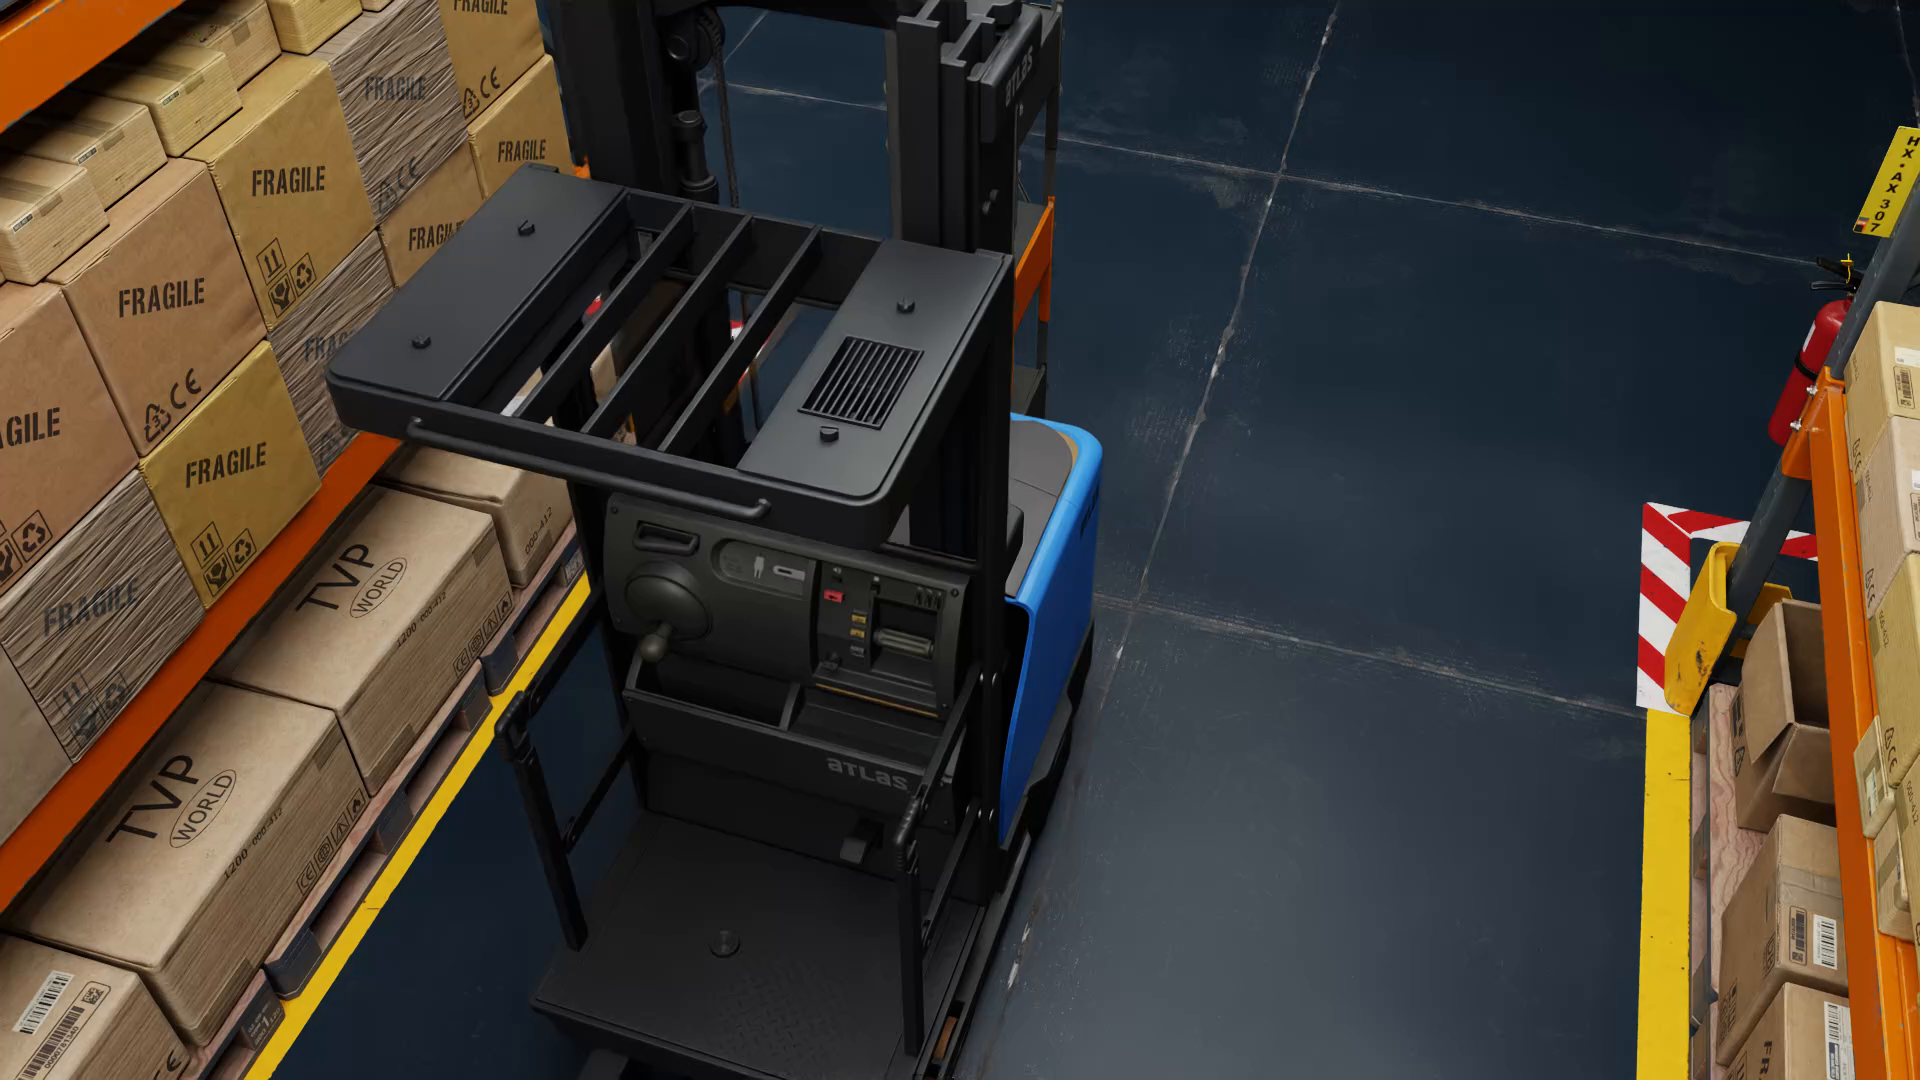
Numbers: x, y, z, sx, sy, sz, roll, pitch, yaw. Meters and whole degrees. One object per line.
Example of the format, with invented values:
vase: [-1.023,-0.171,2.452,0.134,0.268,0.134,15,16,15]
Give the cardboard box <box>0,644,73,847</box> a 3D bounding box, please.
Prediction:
cardboard box: [-2.366,0.456,3.568,0.500,0.500,0.500,13,46,13]

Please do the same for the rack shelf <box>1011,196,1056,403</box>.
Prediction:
rack shelf: [0.050,-0.851,5.638,0.431,0.518,0.480,13,46,12]

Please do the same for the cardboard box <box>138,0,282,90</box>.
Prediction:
cardboard box: [-1.935,-1.243,4.126,0.380,0.149,0.250,12,46,12]

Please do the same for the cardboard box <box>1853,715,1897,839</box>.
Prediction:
cardboard box: [2.230,0.565,3.707,0.380,0.149,0.250,11,46,11]

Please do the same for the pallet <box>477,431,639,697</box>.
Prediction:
pallet: [-1.871,-0.036,6.136,1.003,0.211,1.213,13,46,13]

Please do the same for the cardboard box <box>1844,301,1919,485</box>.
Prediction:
cardboard box: [2.635,-0.341,4.348,0.500,0.250,0.500,13,46,13]

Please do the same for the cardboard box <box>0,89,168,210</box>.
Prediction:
cardboard box: [-2.052,-0.893,3.768,0.380,0.149,0.250,14,46,14]

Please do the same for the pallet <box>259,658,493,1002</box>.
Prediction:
pallet: [-2.242,0.774,5.308,1.003,0.211,1.213,13,46,12]

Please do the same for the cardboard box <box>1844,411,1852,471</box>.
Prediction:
cardboard box: [2.668,-0.283,4.574,0.380,0.149,0.250,12,46,12]

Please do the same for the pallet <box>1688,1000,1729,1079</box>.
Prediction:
pallet: [2.394,1.856,4.203,1.003,0.211,1.213,13,46,13]

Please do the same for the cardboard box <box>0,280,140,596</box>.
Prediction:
cardboard box: [-2.215,-0.250,3.574,0.500,0.500,0.500,13,46,13]

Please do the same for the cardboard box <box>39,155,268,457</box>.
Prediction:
cardboard box: [-2.059,-0.586,3.917,0.500,0.500,0.500,12,46,12]

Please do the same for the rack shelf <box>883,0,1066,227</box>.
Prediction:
rack shelf: [0.050,-1.351,5.148,0.431,0.518,0.480,13,46,12]

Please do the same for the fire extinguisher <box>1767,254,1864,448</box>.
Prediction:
fire extinguisher: [2.633,-0.569,5.008,0.296,0.674,0.183,13,46,13]

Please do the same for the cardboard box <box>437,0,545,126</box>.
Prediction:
cardboard box: [-1.622,-1.604,4.958,0.500,0.500,0.500,14,46,14]

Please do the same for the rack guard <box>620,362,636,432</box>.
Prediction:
rack guard: [-1.696,-0.705,6.613,1.175,0.500,0.348,13,46,13]

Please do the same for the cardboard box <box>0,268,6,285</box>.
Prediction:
cardboard box: [-2.232,-0.559,3.426,0.380,0.149,0.250,12,46,12]

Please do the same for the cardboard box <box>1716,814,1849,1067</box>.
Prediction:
cardboard box: [2.457,1.159,4.408,0.700,0.500,0.500,14,46,14]

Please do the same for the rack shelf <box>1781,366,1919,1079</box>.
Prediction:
rack shelf: [2.423,1.056,3.540,1.077,0.370,4.000,13,46,13]

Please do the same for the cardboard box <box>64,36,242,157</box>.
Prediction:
cardboard box: [-1.955,-1.064,3.942,0.380,0.149,0.250,14,46,13]

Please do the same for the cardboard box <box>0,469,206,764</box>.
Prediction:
cardboard box: [-2.210,0.126,3.905,0.500,0.500,0.500,13,46,13]

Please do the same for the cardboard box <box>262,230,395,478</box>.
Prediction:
cardboard box: [-1.910,-0.564,4.611,0.500,0.500,0.500,14,46,14]

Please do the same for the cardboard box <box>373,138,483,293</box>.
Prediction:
cardboard box: [-1.763,-0.909,4.963,0.500,0.500,0.500,12,46,12]

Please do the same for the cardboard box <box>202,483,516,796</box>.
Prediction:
cardboard box: [-2.077,0.256,5.375,0.875,0.438,0.875,14,46,14]

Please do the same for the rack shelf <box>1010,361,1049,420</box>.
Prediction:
rack shelf: [0.050,-0.351,6.127,0.431,0.518,0.480,13,46,12]

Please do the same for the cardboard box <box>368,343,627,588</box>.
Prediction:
cardboard box: [-1.808,-0.356,6.001,0.875,0.438,0.875,11,45,11]

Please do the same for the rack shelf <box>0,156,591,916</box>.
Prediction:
rack shelf: [-2.309,0.008,4.612,1.077,0.370,4.000,13,46,13]

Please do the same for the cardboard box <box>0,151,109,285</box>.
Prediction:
cardboard box: [-2.092,-0.708,3.579,0.380,0.149,0.250,13,46,13]

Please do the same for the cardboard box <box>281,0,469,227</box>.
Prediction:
cardboard box: [-1.752,-1.249,4.596,0.500,0.500,0.500,13,46,13]

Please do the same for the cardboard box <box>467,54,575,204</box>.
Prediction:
cardboard box: [-1.597,-1.241,5.302,0.500,0.500,0.500,13,46,13]

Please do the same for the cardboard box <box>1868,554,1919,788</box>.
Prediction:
cardboard box: [2.332,0.334,3.659,0.500,0.250,0.500,12,46,12]

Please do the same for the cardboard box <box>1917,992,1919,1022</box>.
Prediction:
cardboard box: [2.040,1.022,2.956,0.500,0.250,0.500,12,46,12]

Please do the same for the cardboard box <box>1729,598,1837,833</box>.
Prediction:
cardboard box: [2.753,0.596,4.981,0.797,0.503,0.637,11,45,11]

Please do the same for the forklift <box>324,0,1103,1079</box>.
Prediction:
forklift: [-0.503,0.257,3.892,1.130,2.935,3.031,13,46,13]

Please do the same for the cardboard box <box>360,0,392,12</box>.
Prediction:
cardboard box: [-1.673,-1.562,4.451,0.380,0.149,0.250,12,46,12]

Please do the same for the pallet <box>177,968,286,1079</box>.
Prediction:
pallet: [-2.610,1.590,4.474,1.003,0.211,1.213,13,46,13]

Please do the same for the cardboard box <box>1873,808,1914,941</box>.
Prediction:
cardboard box: [2.170,0.745,3.524,0.380,0.149,0.250,14,46,13]

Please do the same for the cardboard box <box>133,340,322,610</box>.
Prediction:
cardboard box: [-2.054,-0.218,4.256,0.500,0.500,0.500,14,46,14]

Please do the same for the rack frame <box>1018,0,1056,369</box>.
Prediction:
rack frame: [0.124,-1.023,5.795,0.400,2.100,0.015,13,46,12]

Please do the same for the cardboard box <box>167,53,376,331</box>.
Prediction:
cardboard box: [-1.905,-0.920,4.259,0.500,0.500,0.500,12,46,12]

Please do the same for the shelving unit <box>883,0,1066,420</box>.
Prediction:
shelving unit: [0.050,-0.861,5.628,0.431,2.100,0.503,13,46,12]

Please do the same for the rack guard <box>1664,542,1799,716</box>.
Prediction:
rack guard: [3.006,0.410,5.473,1.175,0.500,0.348,13,46,13]

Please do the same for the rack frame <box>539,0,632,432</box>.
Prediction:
rack frame: [-1.703,-1.583,5.723,1.000,3.000,0.127,13,46,13]

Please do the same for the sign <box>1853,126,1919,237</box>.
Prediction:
sign: [2.512,-0.958,4.465,0.100,0.325,0.005,13,46,13]

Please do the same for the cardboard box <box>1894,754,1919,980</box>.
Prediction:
cardboard box: [2.197,0.679,3.306,0.500,0.250,0.500,11,46,11]

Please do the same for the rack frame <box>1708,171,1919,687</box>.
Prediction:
rack frame: [3.029,-0.534,4.651,1.000,3.000,0.127,13,46,13]

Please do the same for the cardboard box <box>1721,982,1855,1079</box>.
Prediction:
cardboard box: [2.202,1.490,4.070,0.500,0.500,0.500,13,46,13]

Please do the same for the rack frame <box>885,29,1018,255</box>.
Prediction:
rack frame: [-0.024,-0.698,5.462,0.400,2.100,0.015,13,46,12]

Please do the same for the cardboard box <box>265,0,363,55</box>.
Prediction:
cardboard box: [-1.788,-1.403,4.288,0.380,0.149,0.250,14,46,13]

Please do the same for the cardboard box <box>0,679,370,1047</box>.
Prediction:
cardboard box: [-2.351,0.857,4.762,0.875,0.438,0.875,11,45,11]

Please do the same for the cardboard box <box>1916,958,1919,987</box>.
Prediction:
cardboard box: [2.157,0.931,3.333,0.380,0.149,0.250,12,46,12]

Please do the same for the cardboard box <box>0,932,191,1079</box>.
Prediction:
cardboard box: [-2.622,1.453,4.152,0.875,0.438,0.875,12,46,12]

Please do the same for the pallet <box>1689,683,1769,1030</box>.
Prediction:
pallet: [2.765,1.045,5.031,1.003,0.211,1.213,13,46,13]

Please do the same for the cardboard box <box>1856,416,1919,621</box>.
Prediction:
cardboard box: [2.482,-0.005,4.005,0.500,0.250,0.500,13,46,13]
